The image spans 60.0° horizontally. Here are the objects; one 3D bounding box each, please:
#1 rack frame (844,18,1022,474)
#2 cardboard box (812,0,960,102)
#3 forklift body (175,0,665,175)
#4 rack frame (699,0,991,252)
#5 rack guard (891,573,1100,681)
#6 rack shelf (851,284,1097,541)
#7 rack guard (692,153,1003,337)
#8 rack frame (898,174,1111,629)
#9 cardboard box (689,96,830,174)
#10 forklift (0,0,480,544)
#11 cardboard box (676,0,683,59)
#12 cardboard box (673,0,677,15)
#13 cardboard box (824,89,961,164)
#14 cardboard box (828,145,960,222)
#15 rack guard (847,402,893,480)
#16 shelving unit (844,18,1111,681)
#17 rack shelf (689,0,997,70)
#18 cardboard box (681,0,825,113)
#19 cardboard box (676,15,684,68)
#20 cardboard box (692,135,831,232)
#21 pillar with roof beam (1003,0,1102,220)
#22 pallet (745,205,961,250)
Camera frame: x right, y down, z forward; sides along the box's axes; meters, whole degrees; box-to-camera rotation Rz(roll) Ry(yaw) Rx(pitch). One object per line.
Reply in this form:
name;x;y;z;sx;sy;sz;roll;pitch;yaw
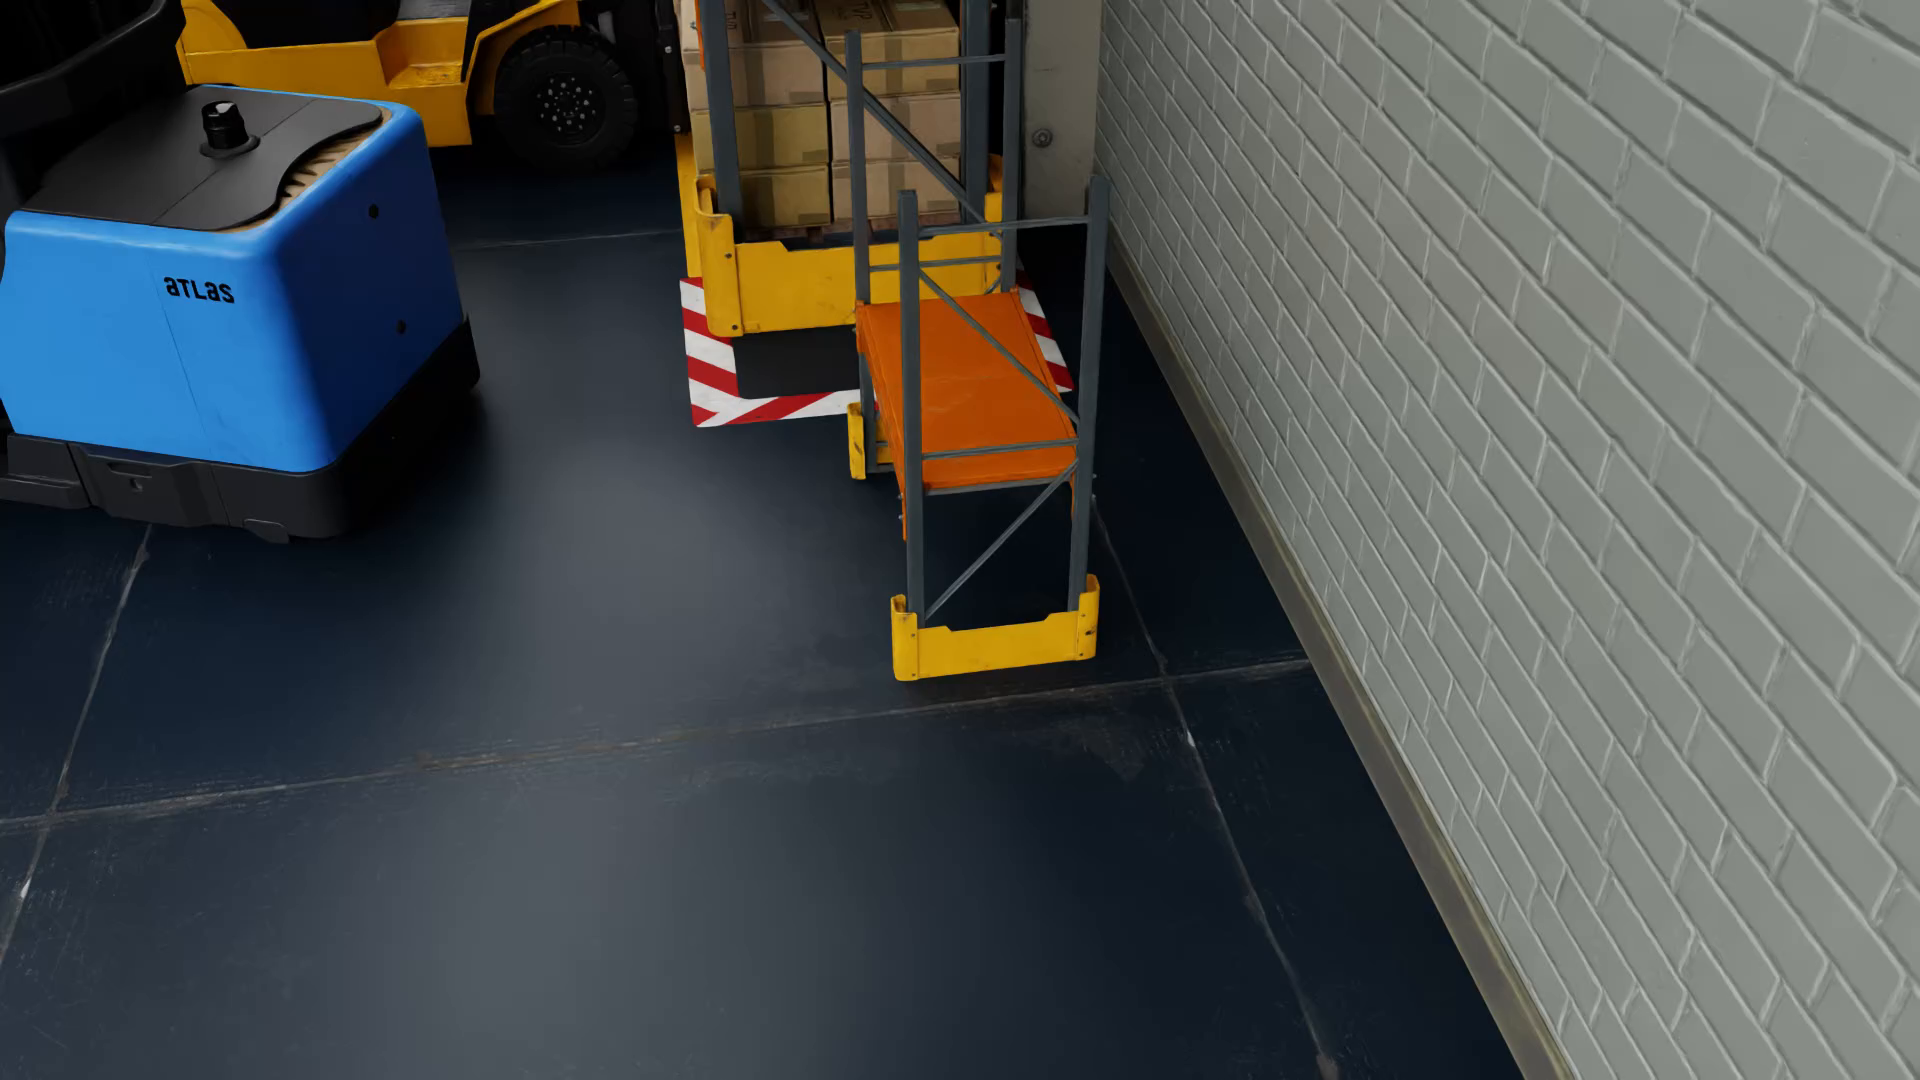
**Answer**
rack frame;-0.074;-0.848;5.119;0.500;1.500;0.032;-6;38;-8
cardboard box;-0.293;-1.904;6.340;0.500;0.250;0.500;-7;38;-9
forklift body;-2.524;-2.733;7.014;2.313;2.155;1.214;-6;38;-8
rack frame;-0.395;-2.119;5.532;1.000;3.000;0.127;-6;38;-8
rack guard;0.101;0.248;4.727;0.587;0.250;0.087;-6;38;-8
rack shelf;0.015;-0.399;4.834;0.538;0.185;1.000;-6;38;-8
rack guard;-0.391;-1.117;6.280;1.175;0.500;0.348;-6;38;-8
rack frame;0.104;-0.234;4.328;0.500;1.500;0.032;-6;38;-8
cardboard box;-0.788;-1.657;6.429;0.500;0.250;0.500;-7;38;-9
forklift;-3.267;-1.611;4.935;3.031;2.935;1.130;8;39;10
cardboard box;-0.878;-2.146;6.651;0.500;0.250;0.500;-6;38;-7
cardboard box;-0.977;-2.450;7.042;0.500;0.250;0.500;-6;38;-7
cardboard box;-0.273;-1.702;6.488;0.500;0.250;0.500;-6;38;-7
cardboard box;-0.289;-1.516;6.656;0.500;0.250;0.500;-6;38;-8
rack guard;-0.074;-0.353;5.501;0.587;0.250;0.087;-6;38;-8
shelving unit;0.013;-0.546;4.731;0.587;1.500;1.083;-6;38;-8
rack shelf;-0.746;-3.043;7.308;1.077;0.370;4.000;-6;38;-8
cardboard box;-0.783;-1.838;6.255;0.500;0.250;0.500;-5;38;-6
cardboard box;-0.977;-2.270;7.219;0.500;0.250;0.500;-7;38;-9
cardboard box;-0.789;-1.449;6.568;0.500;0.250;0.500;-6;38;-8
pillar with roof beam;-3.868;-4.542;3.762;9.100;9.000;0.400;-6;38;-8
pallet;-0.571;-1.475;6.976;1.003;0.211;1.213;-6;38;-8
